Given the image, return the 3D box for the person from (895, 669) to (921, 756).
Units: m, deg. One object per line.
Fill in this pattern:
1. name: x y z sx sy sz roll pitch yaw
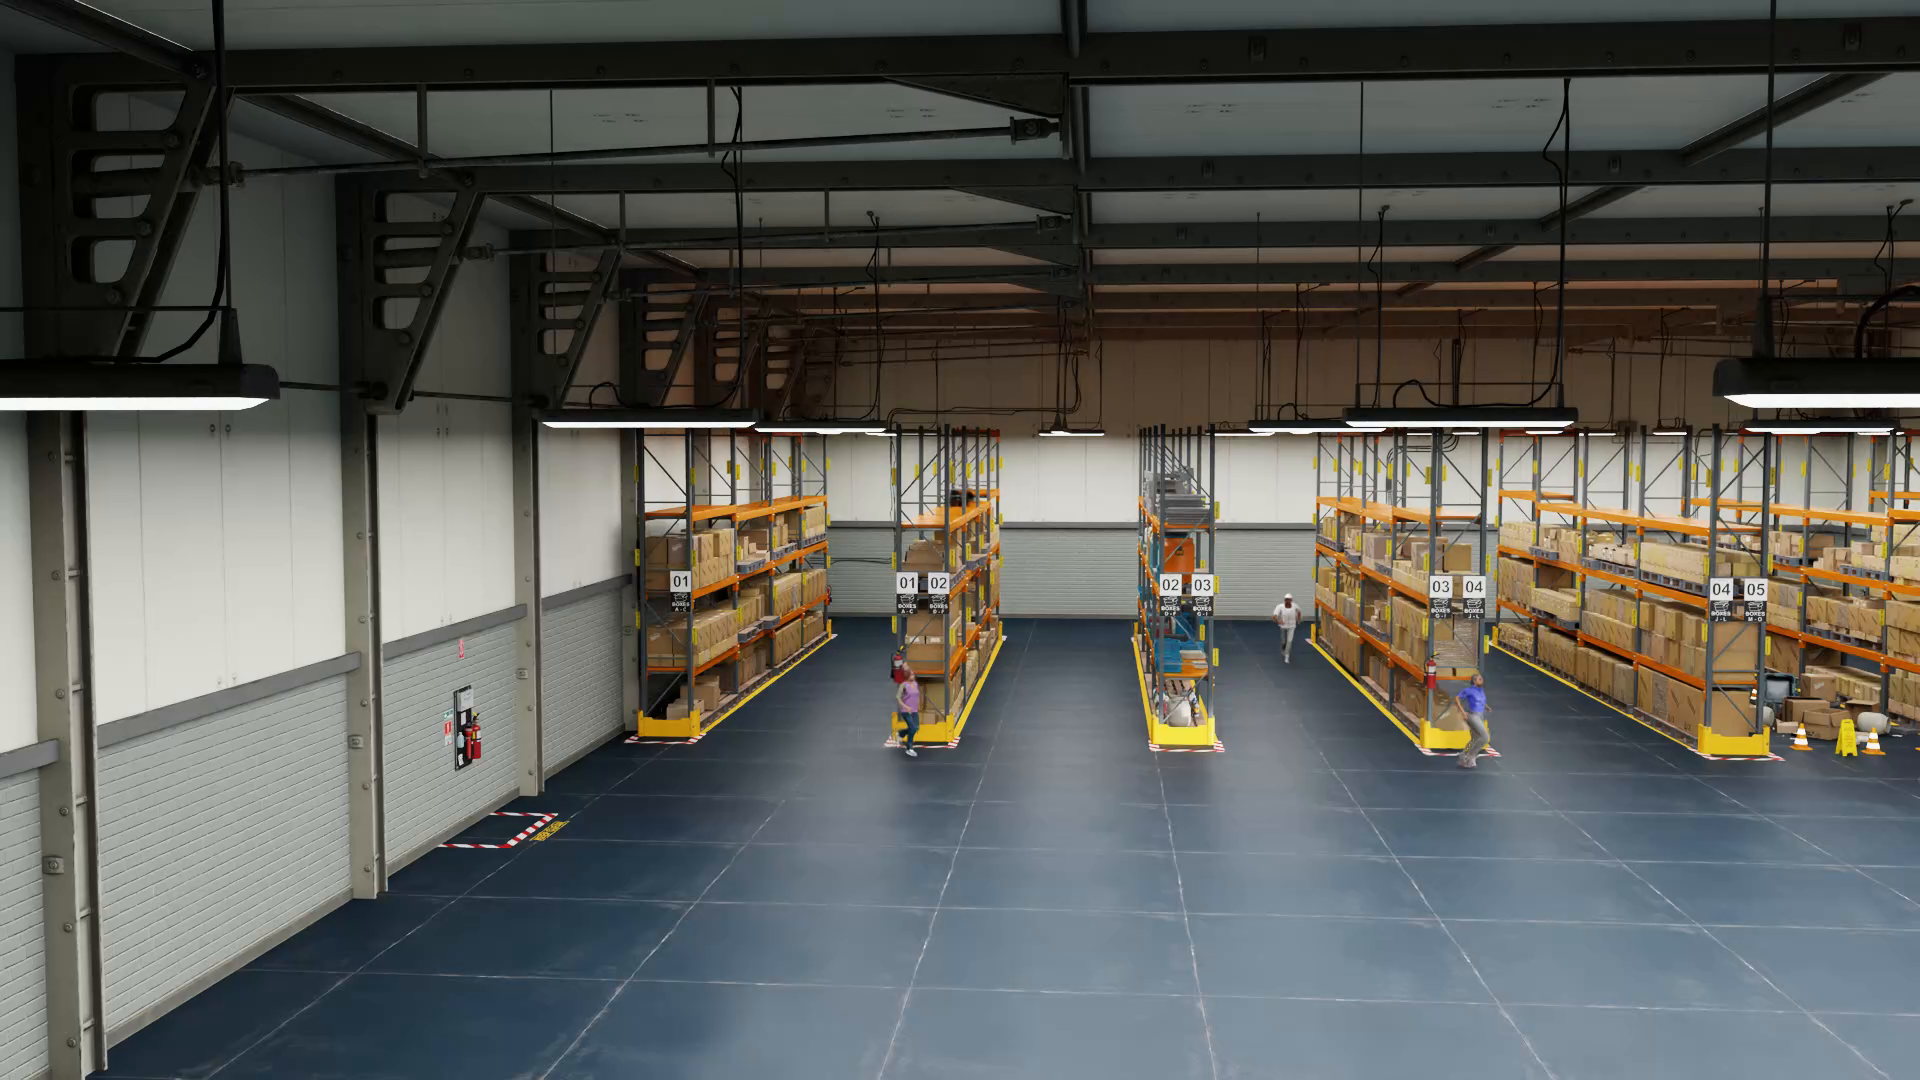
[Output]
1. person: -0.964 3.124 30.248 0.562 1.551 0.572 3 5 43

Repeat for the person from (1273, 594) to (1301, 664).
1. person: 8.406 2.249 42.737 0.725 1.756 0.991 0 3 5

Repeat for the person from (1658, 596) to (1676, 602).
1. person: 20.036 2.048 47.220 0.663 1.674 0.676 1 4 16

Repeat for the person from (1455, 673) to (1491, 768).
1. person: 9.016 3.149 28.995 0.587 1.606 0.597 3 5 41
